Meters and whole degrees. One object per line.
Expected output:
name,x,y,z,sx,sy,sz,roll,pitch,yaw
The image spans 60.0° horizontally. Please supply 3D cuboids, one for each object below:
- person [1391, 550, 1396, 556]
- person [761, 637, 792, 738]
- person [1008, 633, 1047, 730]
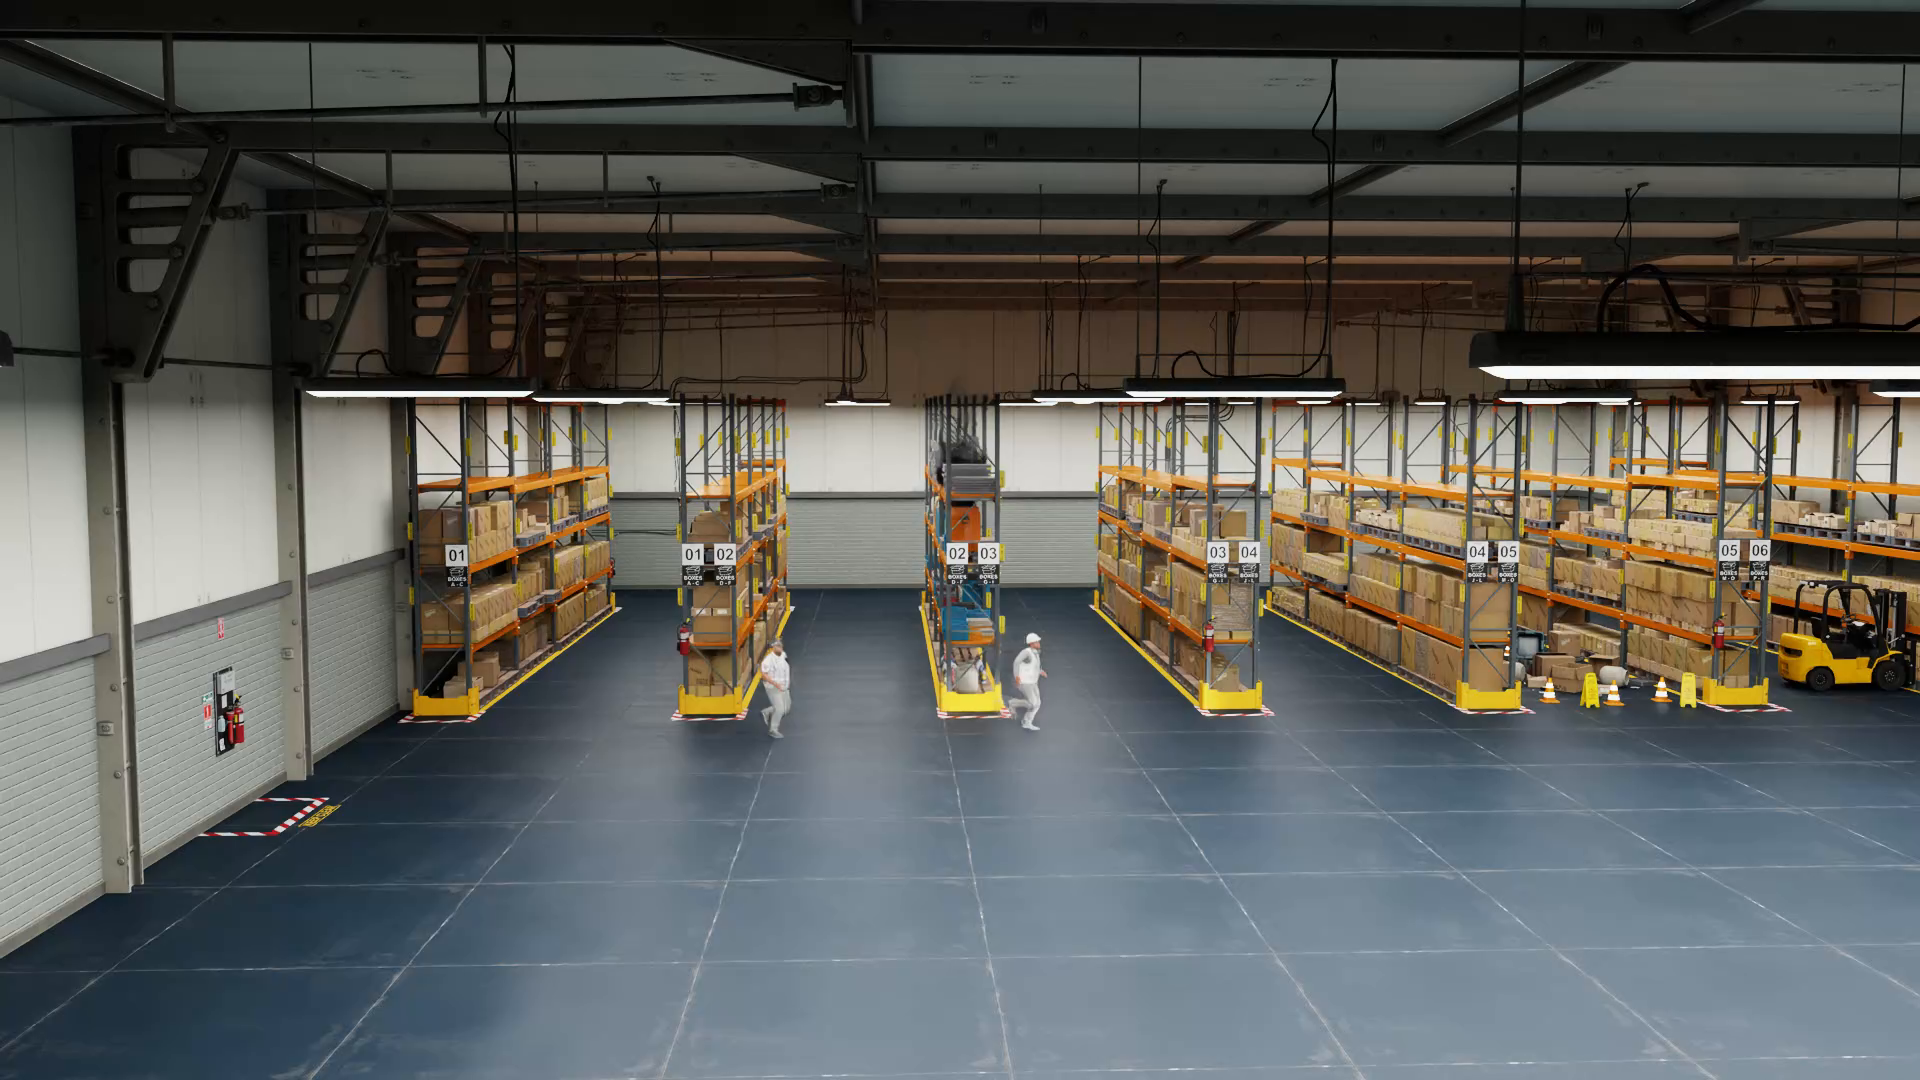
person,12.832,1.029,49.290,0.769,1.655,0.607,-1,5,-12
person,-3.230,2.568,29.110,0.647,1.748,0.677,3,6,35
person,1.210,2.532,29.743,0.688,1.731,0.692,2,5,28
